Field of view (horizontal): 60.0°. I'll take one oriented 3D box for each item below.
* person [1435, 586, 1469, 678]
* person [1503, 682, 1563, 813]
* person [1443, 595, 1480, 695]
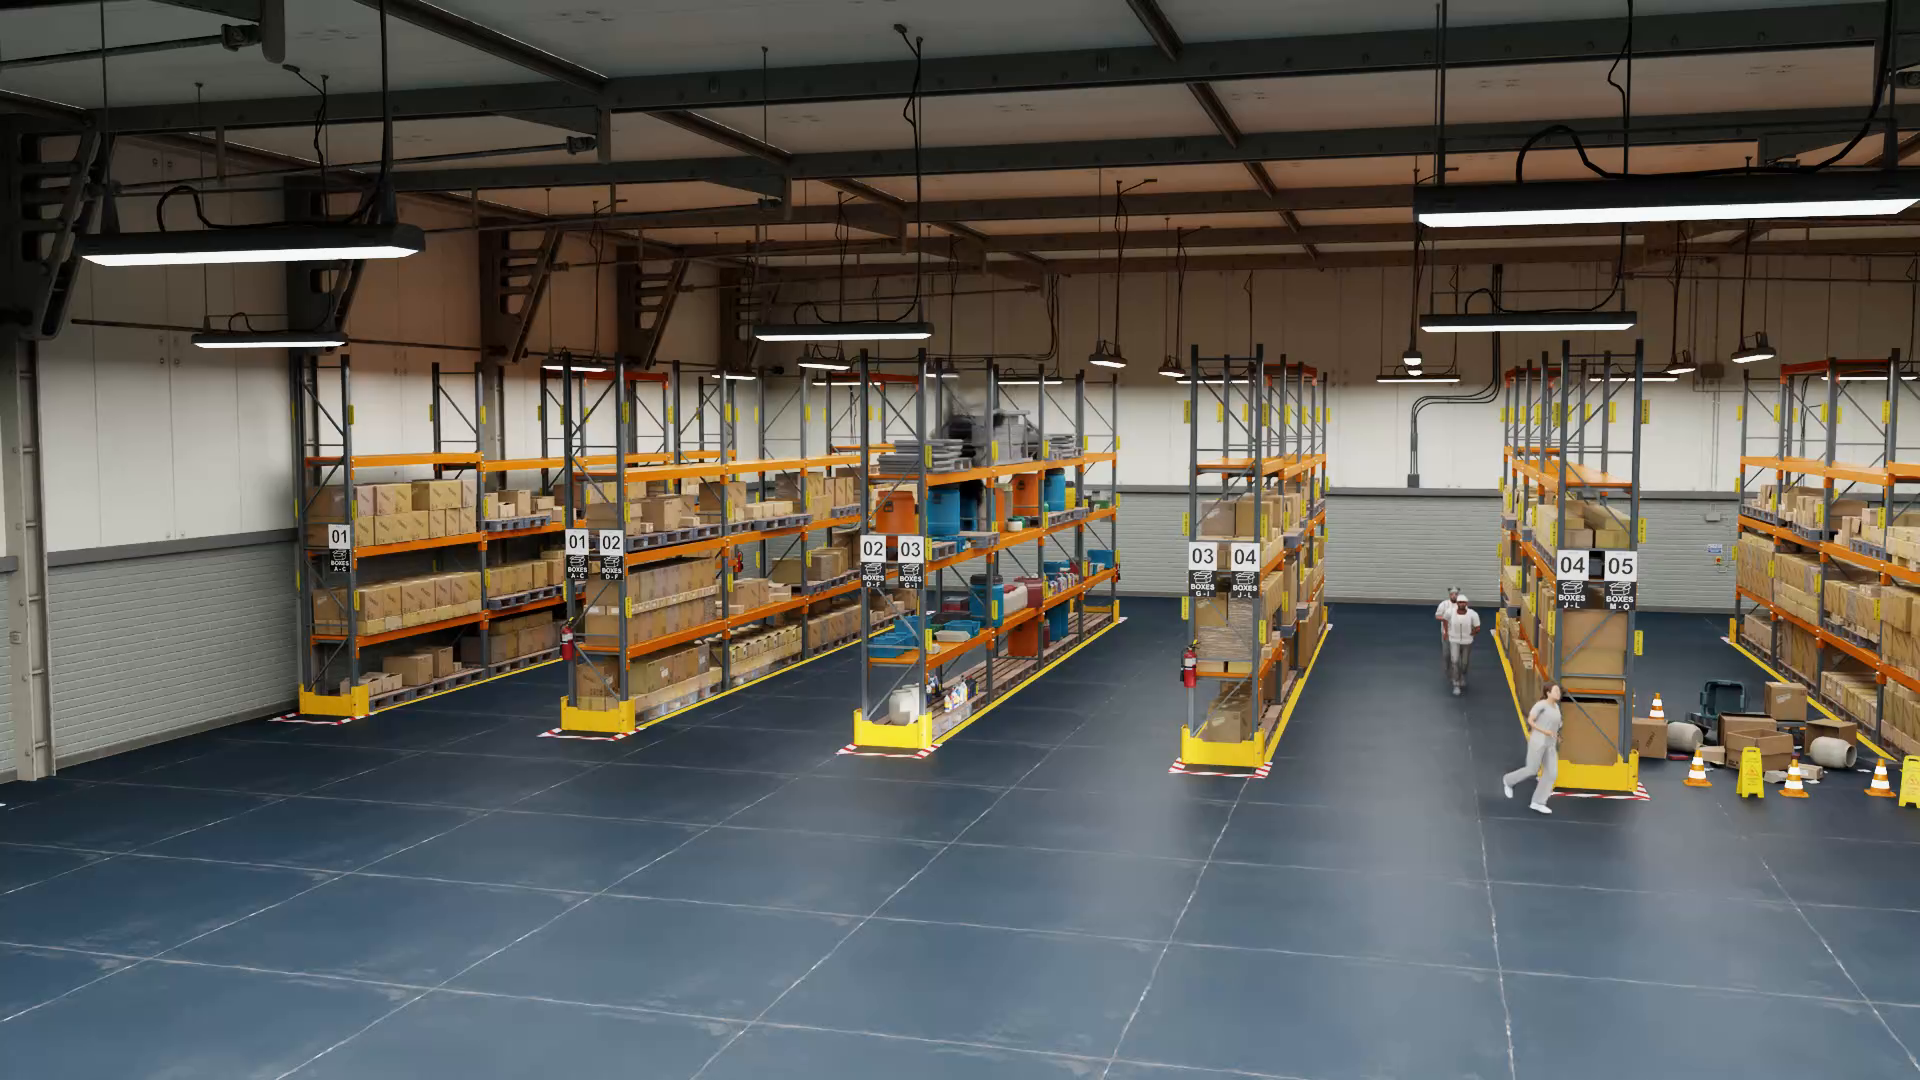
[{"bbox_3d":[9.238,1.754,31.152,0.652,1.800,0.894,1,4,12],"label":"person"},{"bbox_3d":[7.435,2.604,21.275,0.615,1.612,0.856,-2,5,-26],"label":"person"},{"bbox_3d":[9.090,1.859,30.152,0.645,1.776,0.978,1,4,14],"label":"person"}]
